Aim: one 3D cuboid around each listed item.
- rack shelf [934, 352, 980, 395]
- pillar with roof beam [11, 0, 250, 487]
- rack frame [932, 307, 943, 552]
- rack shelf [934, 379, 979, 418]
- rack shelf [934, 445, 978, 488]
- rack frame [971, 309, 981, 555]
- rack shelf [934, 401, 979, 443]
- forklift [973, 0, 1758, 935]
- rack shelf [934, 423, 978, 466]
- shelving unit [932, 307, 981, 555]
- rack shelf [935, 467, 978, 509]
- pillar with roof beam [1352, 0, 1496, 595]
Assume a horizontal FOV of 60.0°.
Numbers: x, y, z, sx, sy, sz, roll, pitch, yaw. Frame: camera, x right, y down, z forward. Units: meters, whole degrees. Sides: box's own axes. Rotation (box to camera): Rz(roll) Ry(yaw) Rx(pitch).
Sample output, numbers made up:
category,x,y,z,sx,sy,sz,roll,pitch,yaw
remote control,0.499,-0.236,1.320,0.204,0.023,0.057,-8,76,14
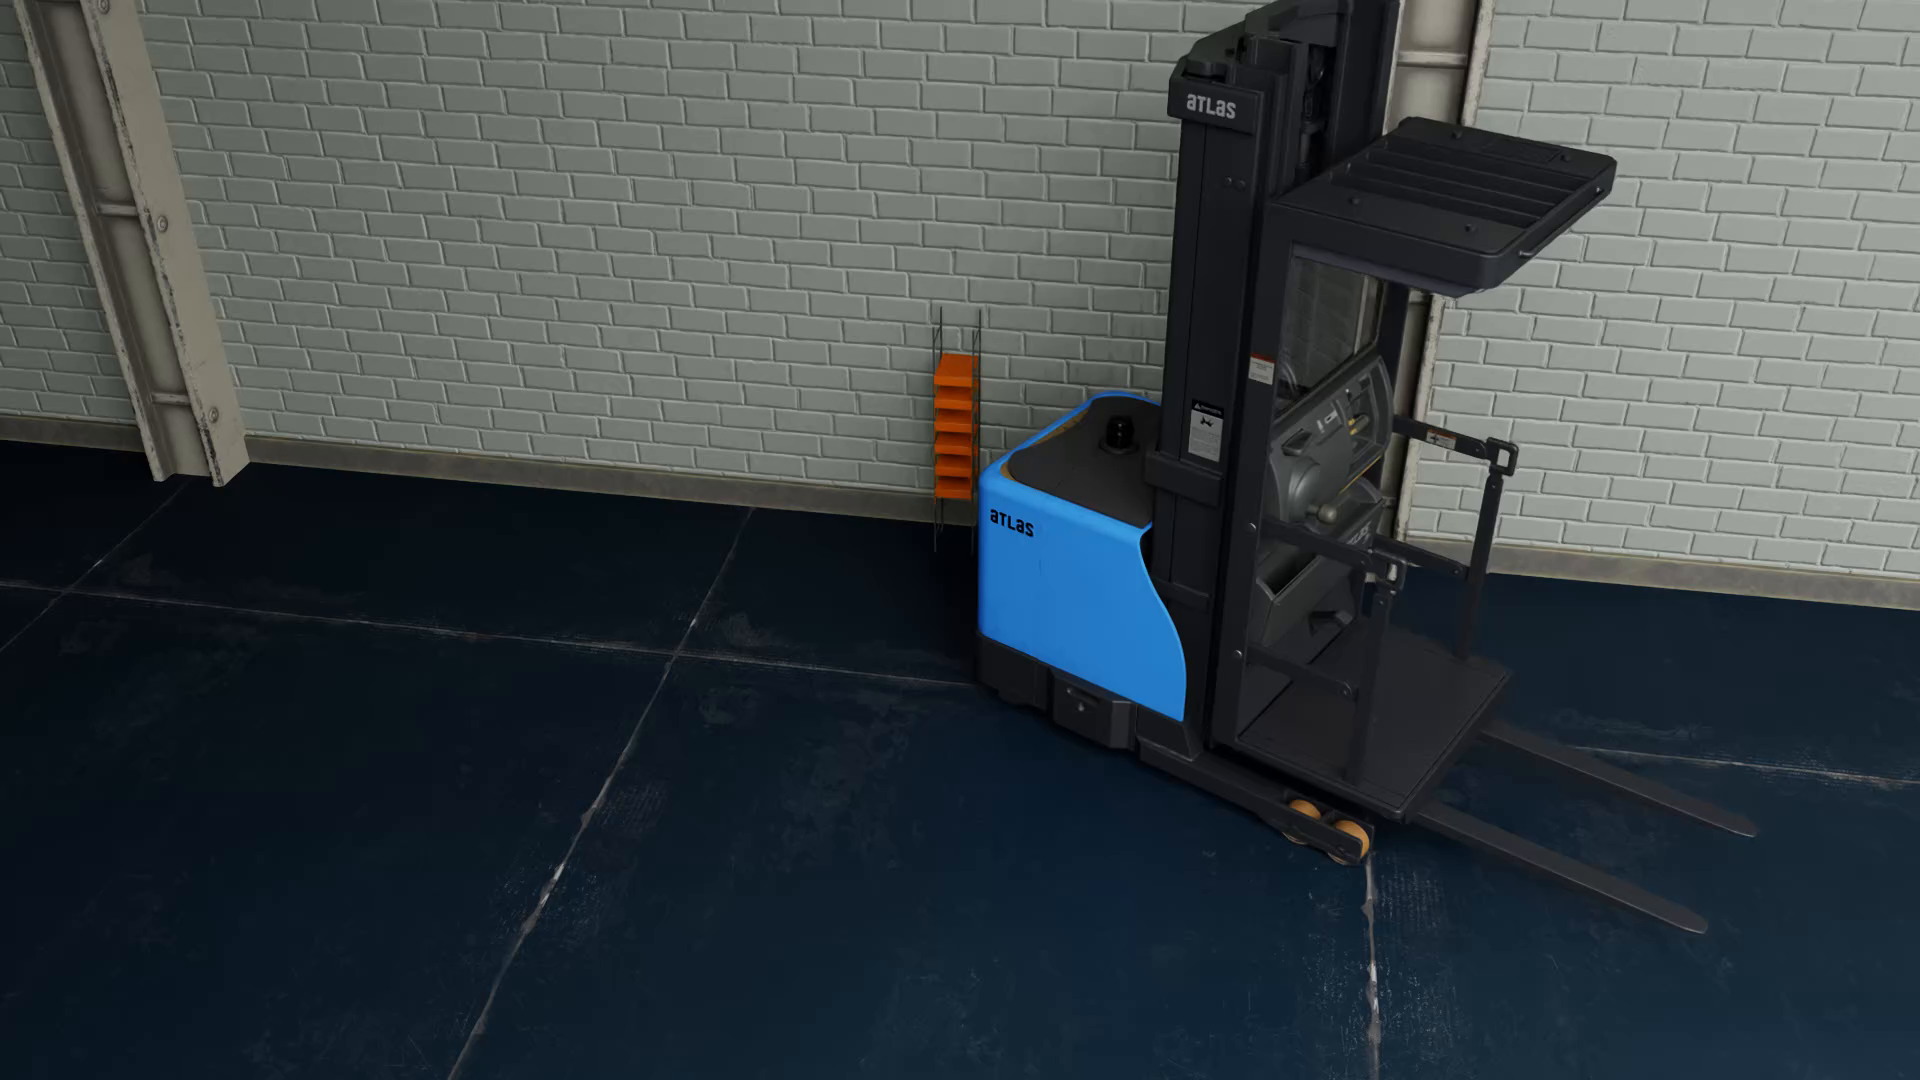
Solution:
category,x,y,z,sx,sy,sz,roll,pitch,yaw
rack shelf,-0.014,-0.772,7.758,0.180,0.103,0.258,5,32,7
pillar with roof beam,-4.750,-1.939,2.866,0.400,9.000,9.100,5,32,8
rack frame,-0.104,-0.512,7.937,0.006,1.200,0.240,5,32,7
rack shelf,-0.014,-0.671,7.822,0.180,0.103,0.258,5,32,7
rack shelf,-0.014,-0.365,8.013,0.180,0.103,0.258,5,32,7
rack frame,0.077,-0.498,7.914,0.006,1.200,0.240,5,32,7
rack shelf,-0.014,-0.569,7.886,0.180,0.103,0.258,5,32,7
forklift,1.538,-0.335,6.022,3.031,2.935,1.130,22,38,31
rack shelf,-0.014,-0.467,7.949,0.180,0.103,0.258,5,32,7
shelving unit,-0.014,-0.505,7.926,0.189,1.200,0.258,5,32,7
rack shelf,-0.014,-0.264,8.077,0.180,0.103,0.258,5,32,7
pillar with roof beam,1.164,-1.403,2.010,0.400,9.000,9.100,5,32,8
